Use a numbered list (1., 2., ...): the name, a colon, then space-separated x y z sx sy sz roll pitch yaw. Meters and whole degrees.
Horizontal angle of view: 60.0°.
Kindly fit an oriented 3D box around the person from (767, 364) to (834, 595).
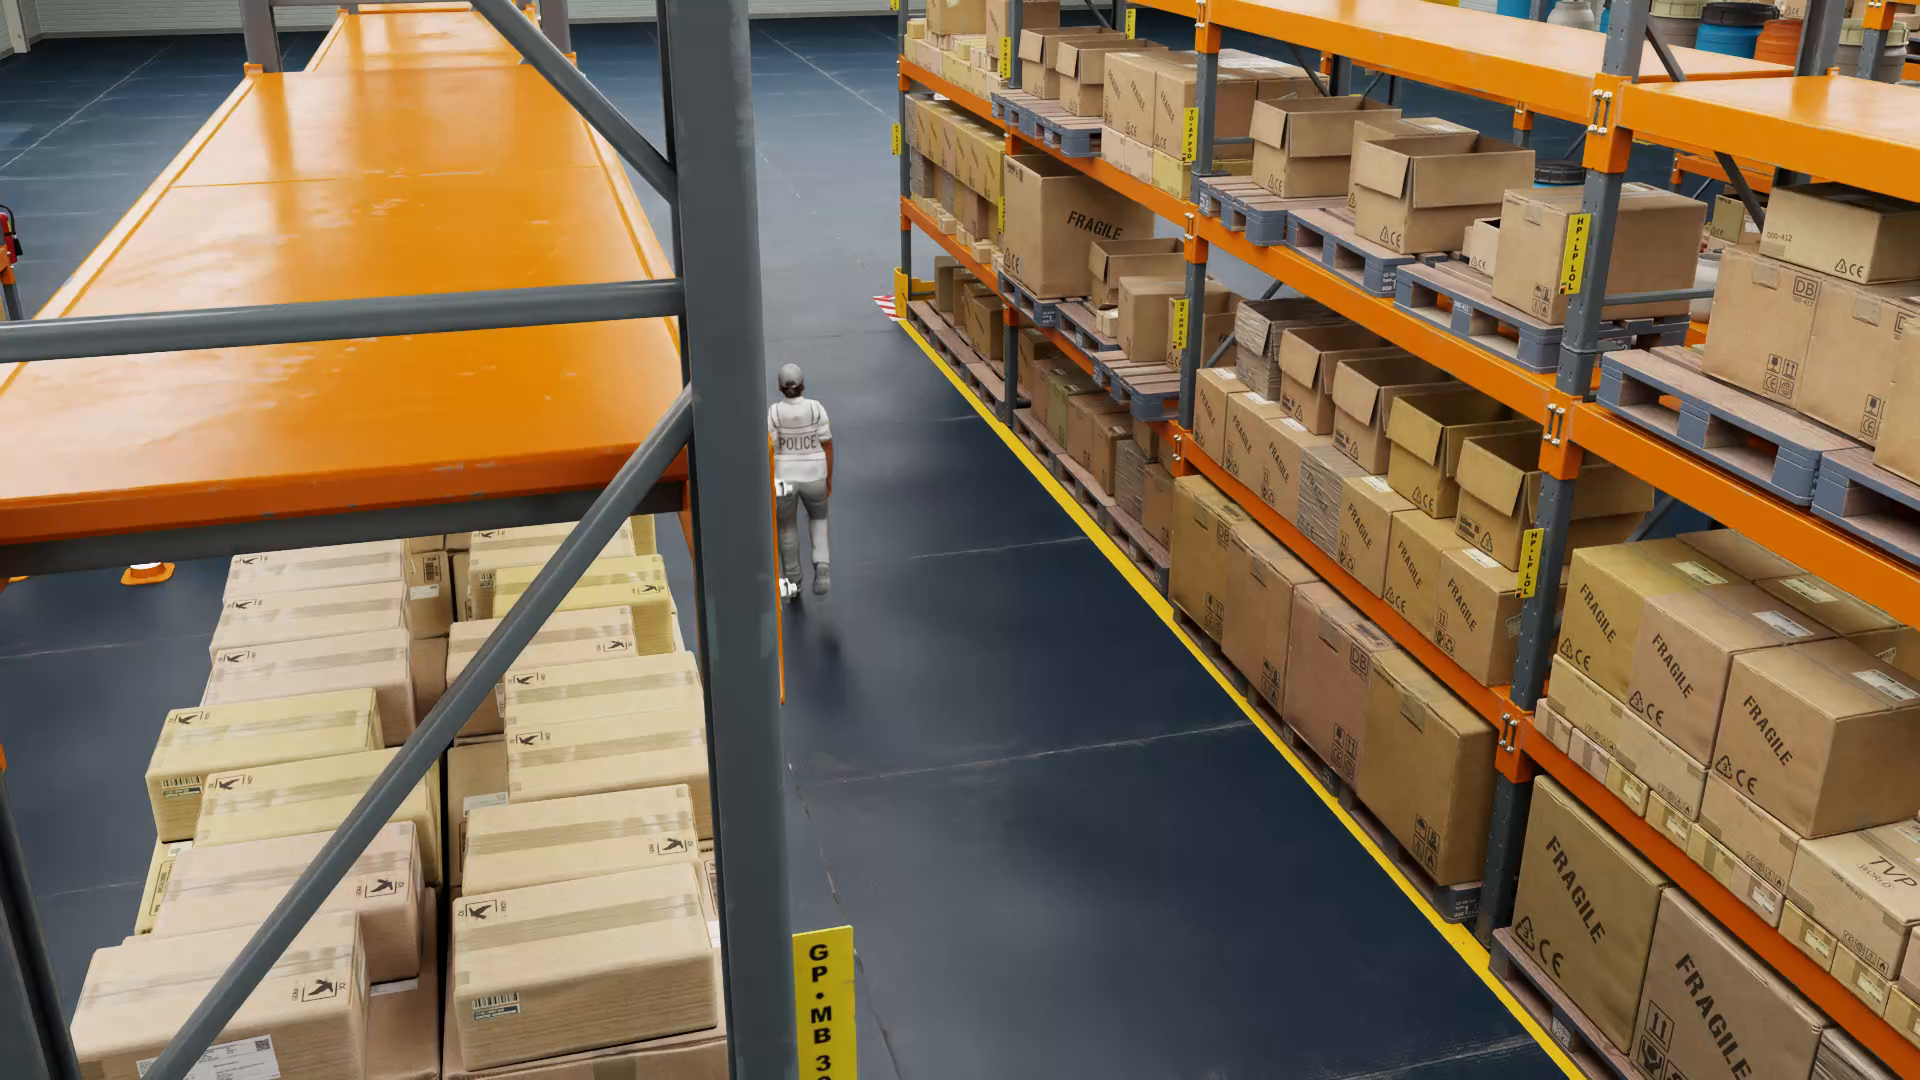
1. person: -1.120 -0.404 11.530 0.504 1.649 0.487 -5 24 -12
